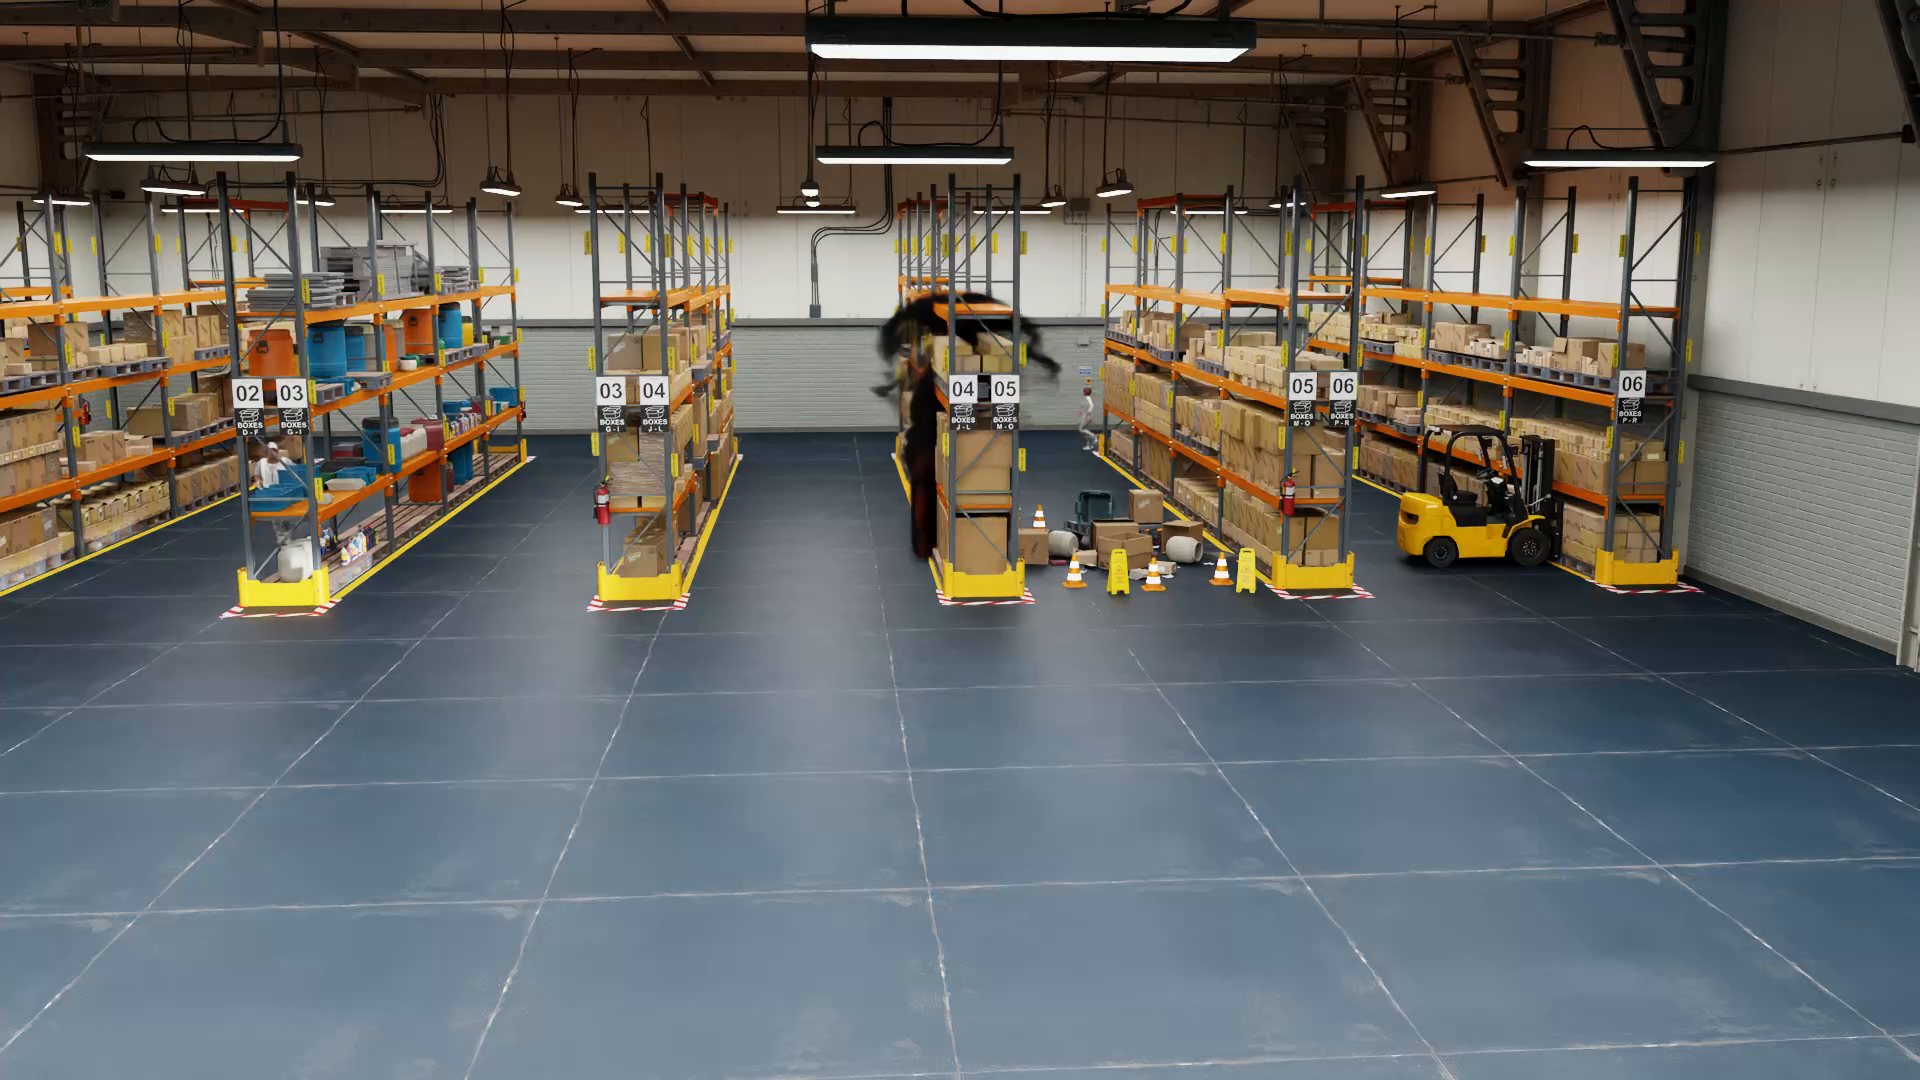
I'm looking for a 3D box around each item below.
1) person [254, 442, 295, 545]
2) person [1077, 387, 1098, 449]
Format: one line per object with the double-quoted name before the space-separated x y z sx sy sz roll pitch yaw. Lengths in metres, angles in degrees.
"person" -11.526 -0.767 27.976 0.674 1.761 0.643 -1 10 -6
"person" 3.179 -3.033 41.448 0.569 1.566 0.579 2 10 9
